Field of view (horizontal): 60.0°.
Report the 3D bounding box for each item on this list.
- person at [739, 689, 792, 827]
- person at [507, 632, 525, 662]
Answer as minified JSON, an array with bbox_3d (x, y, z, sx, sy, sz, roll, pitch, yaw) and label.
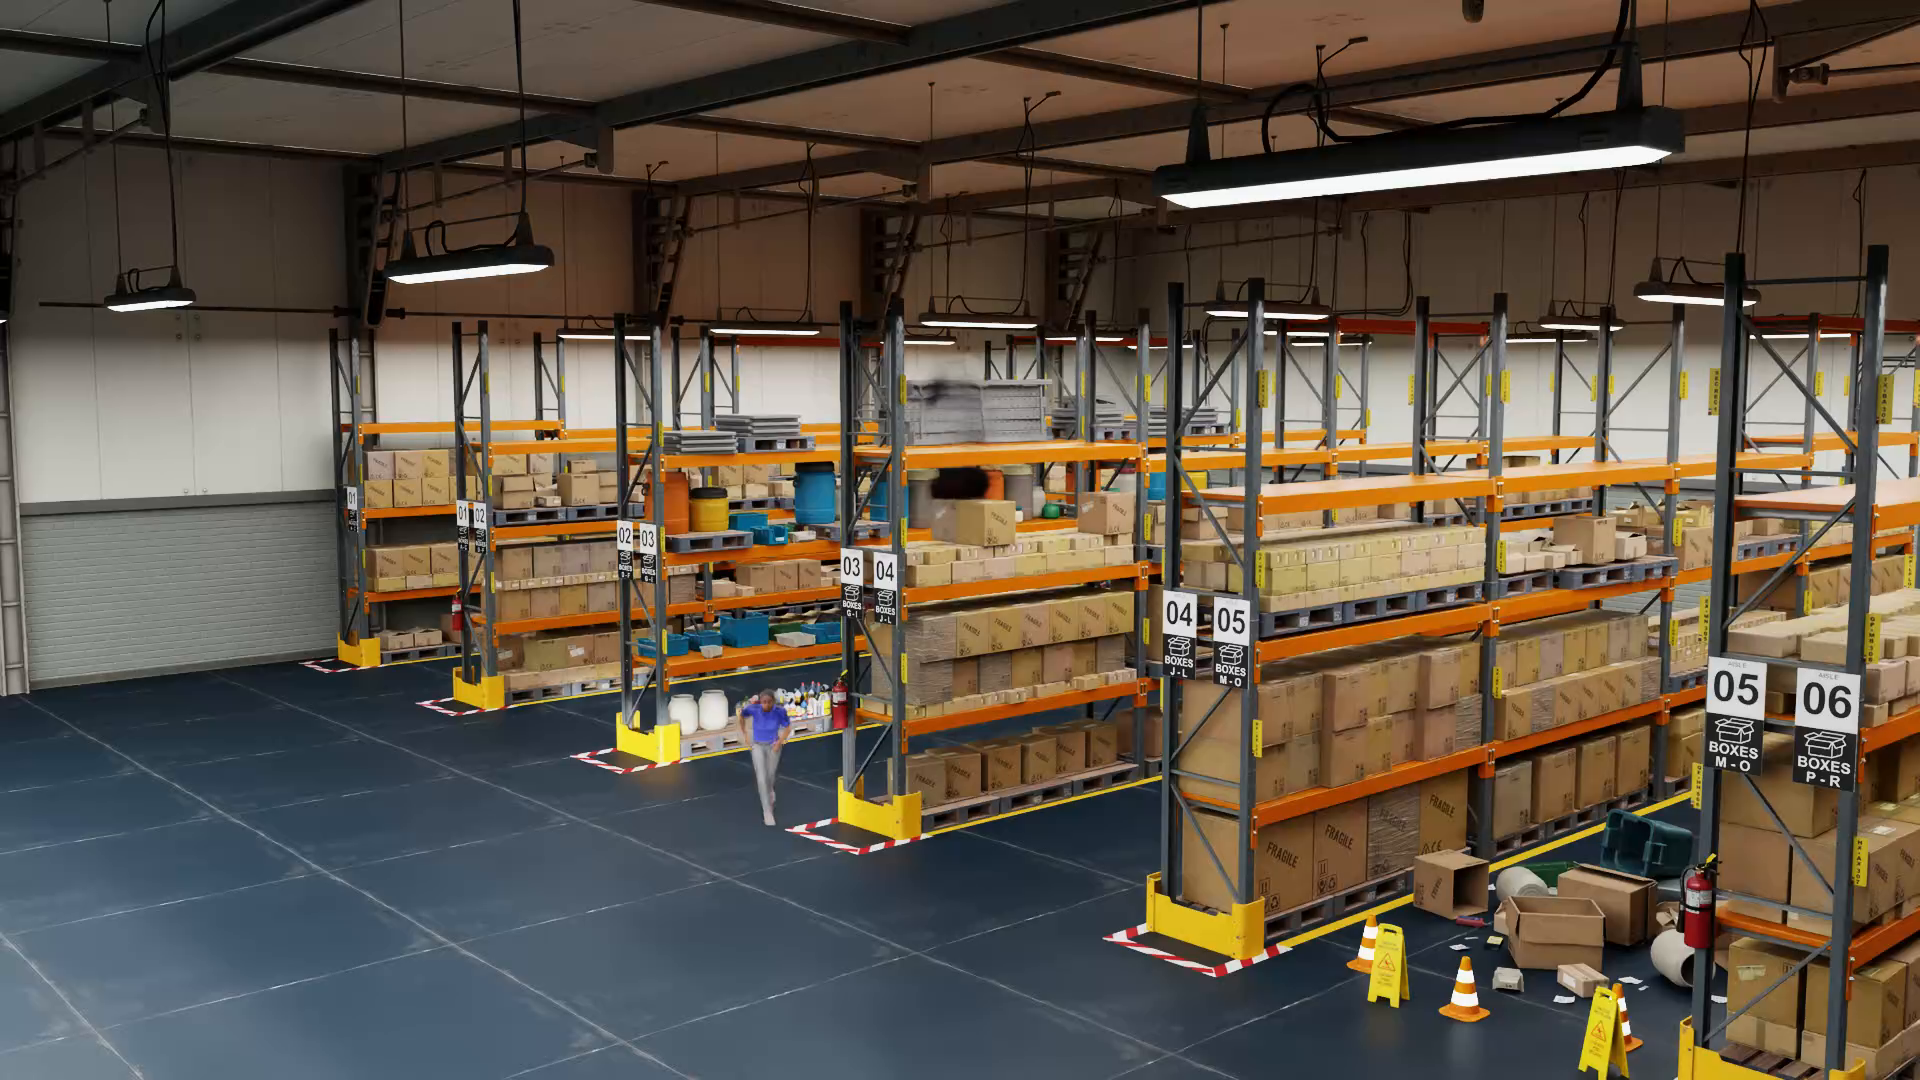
[{"bbox_3d":[-2.275,2.481,19.510,0.612,1.616,0.978,-1,6,-5],"label":"person"},{"bbox_3d":[-7.707,1.495,28.854,0.581,1.736,0.765,5,8,42],"label":"person"}]
